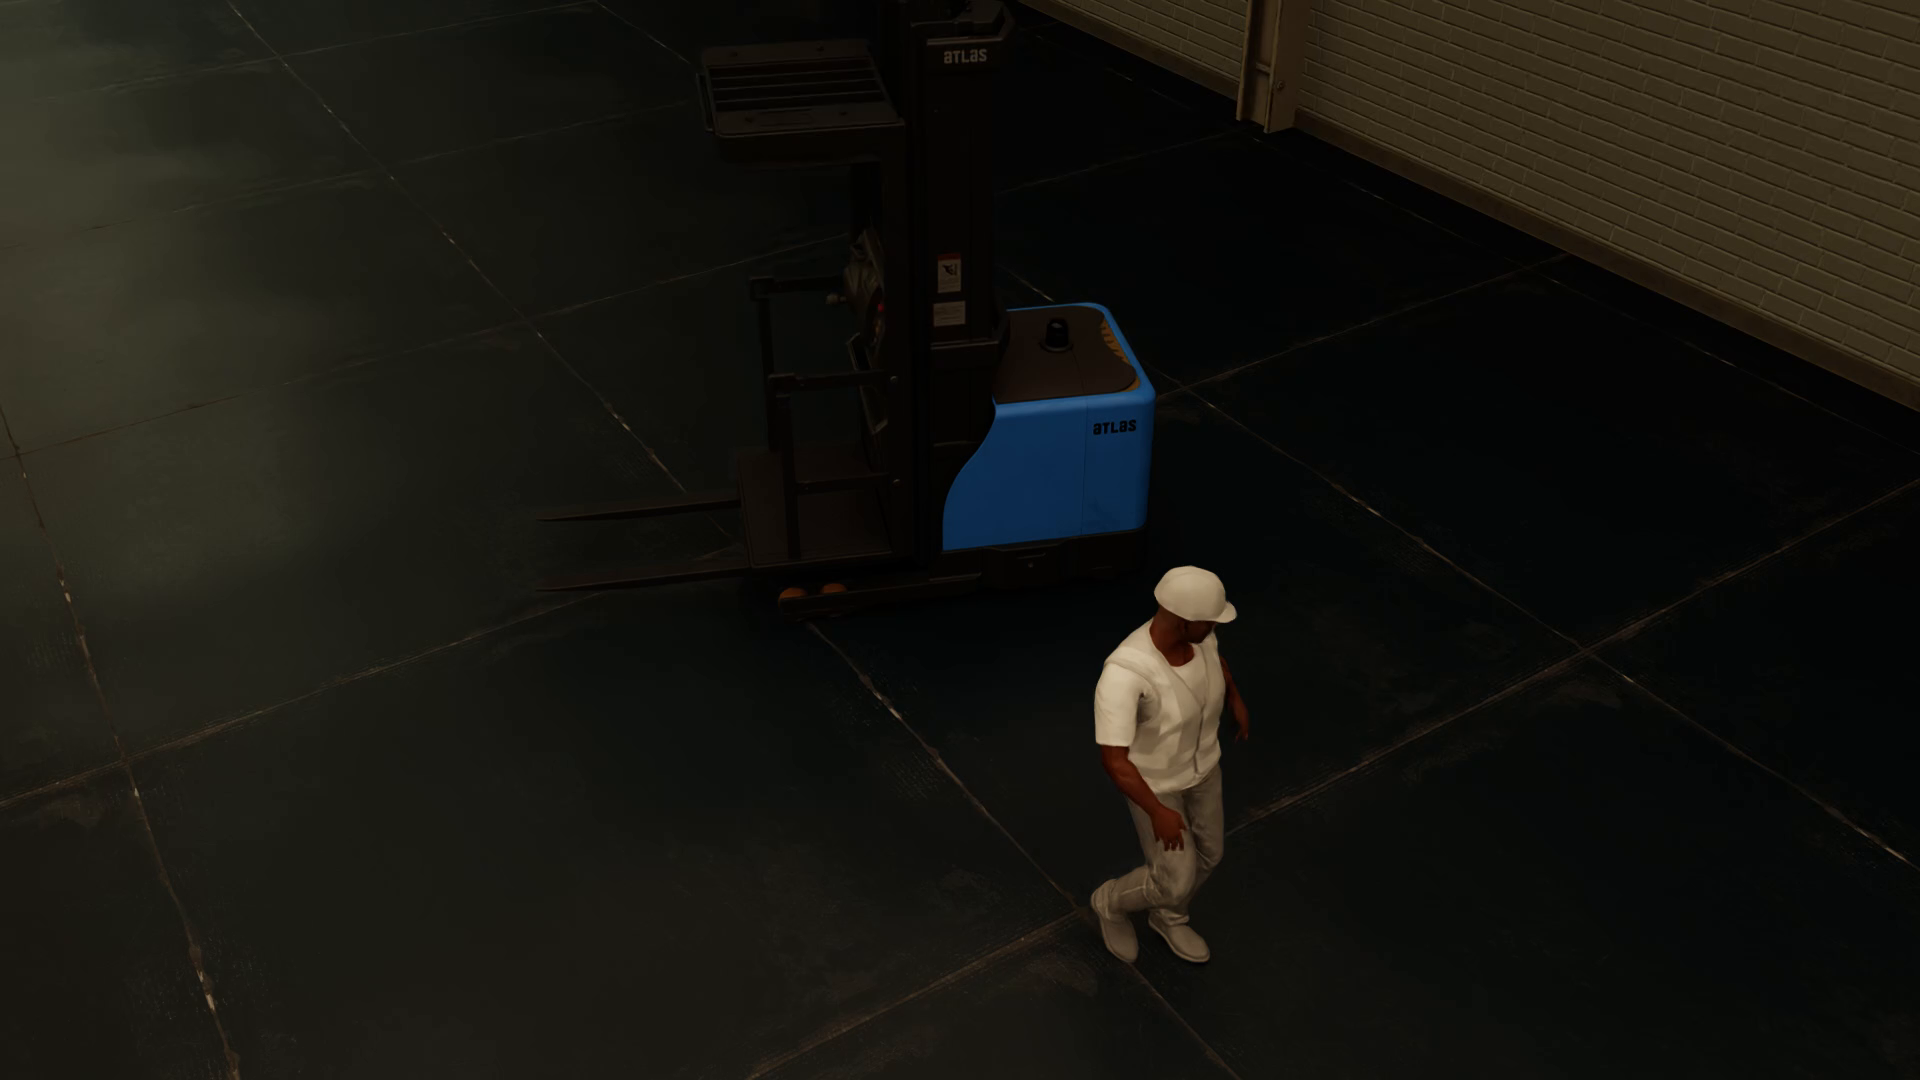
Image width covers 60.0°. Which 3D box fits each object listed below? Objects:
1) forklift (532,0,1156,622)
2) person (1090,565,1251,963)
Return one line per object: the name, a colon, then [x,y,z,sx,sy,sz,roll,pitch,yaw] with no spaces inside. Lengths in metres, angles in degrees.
forklift: [-0.624,-1.131,7.757,3.031,2.935,1.130,-6,36,-9]
person: [0.809,0.818,6.029,0.816,1.732,0.490,-26,43,-32]
